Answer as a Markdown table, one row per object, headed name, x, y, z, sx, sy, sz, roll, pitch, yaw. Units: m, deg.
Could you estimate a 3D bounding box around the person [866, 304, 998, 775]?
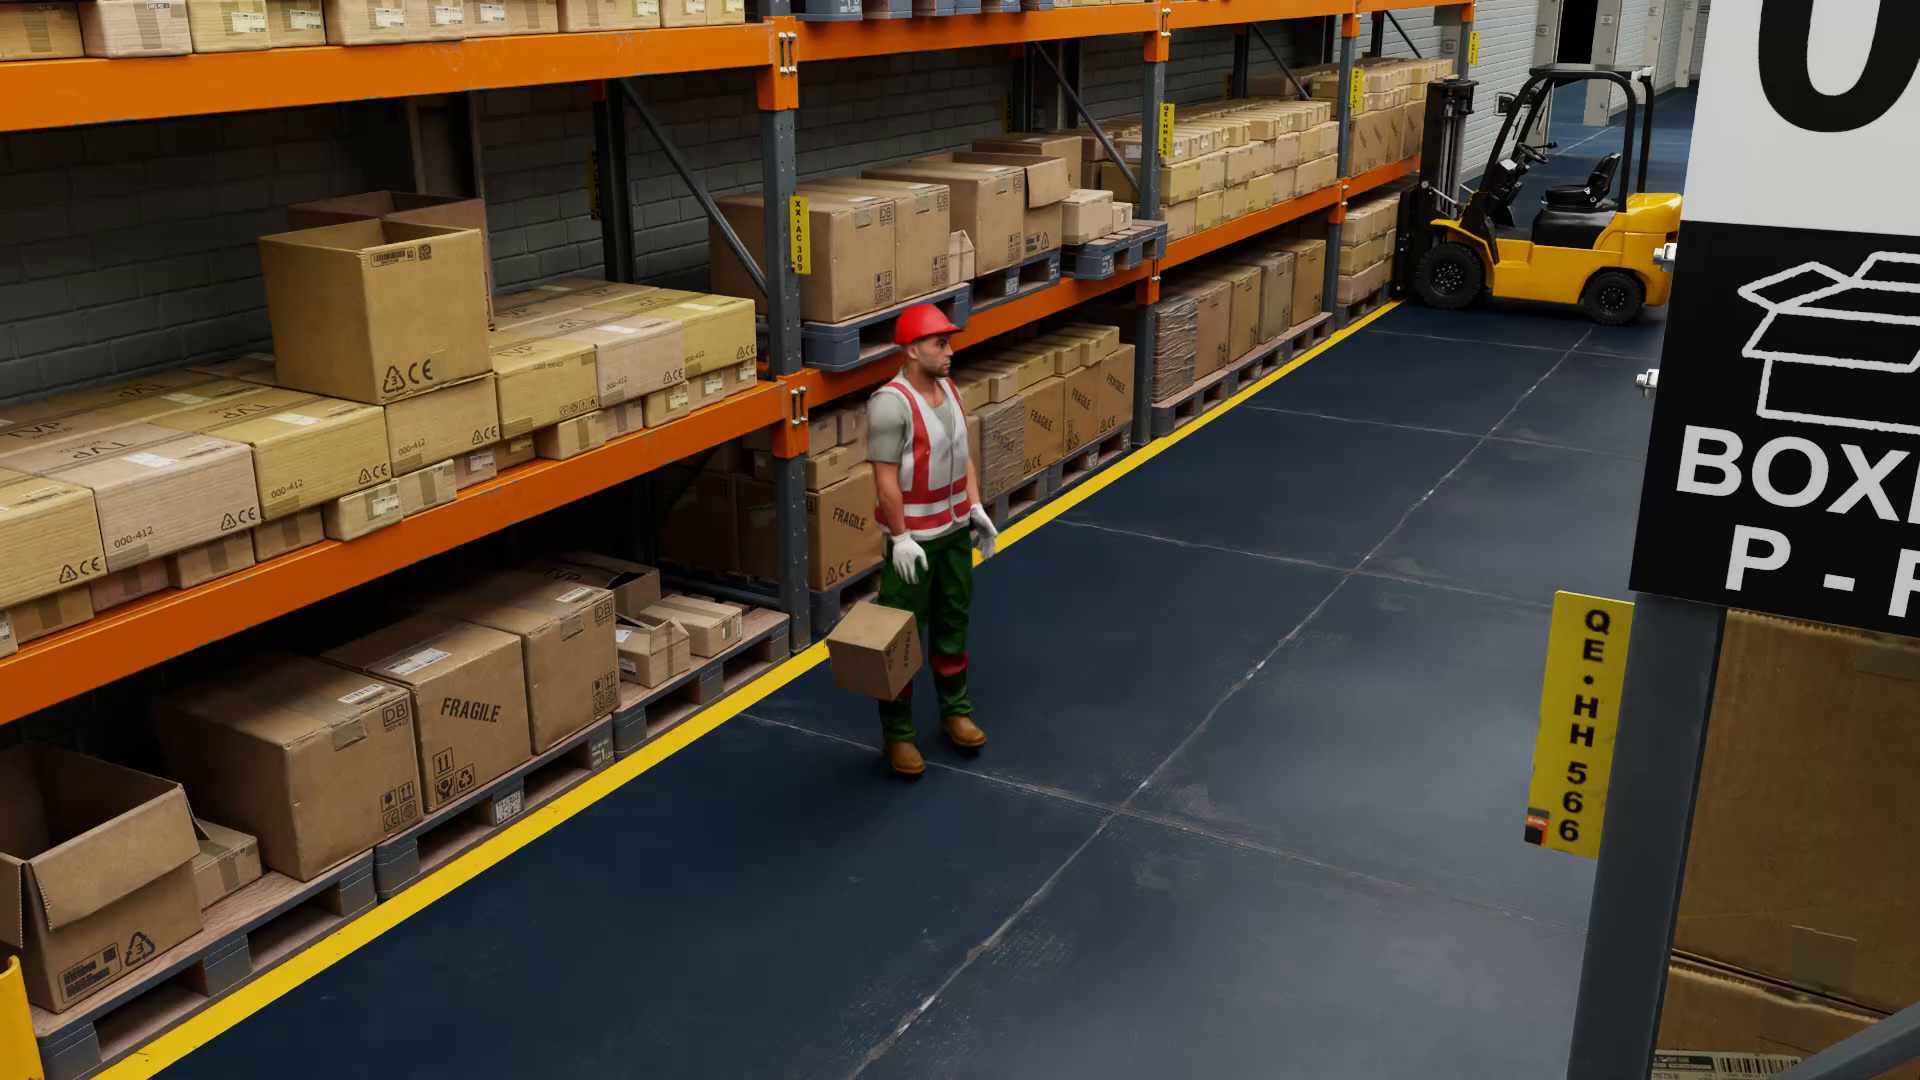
| name | x | y | z | sx | sy | sz | roll | pitch | yaw |
| --- | --- | --- | --- | --- | --- | --- | --- | --- | --- |
| person | -0.121 | -0.012 | 6.491 | 0.442 | 1.800 | 0.577 | 14 | 24 | 35 |
